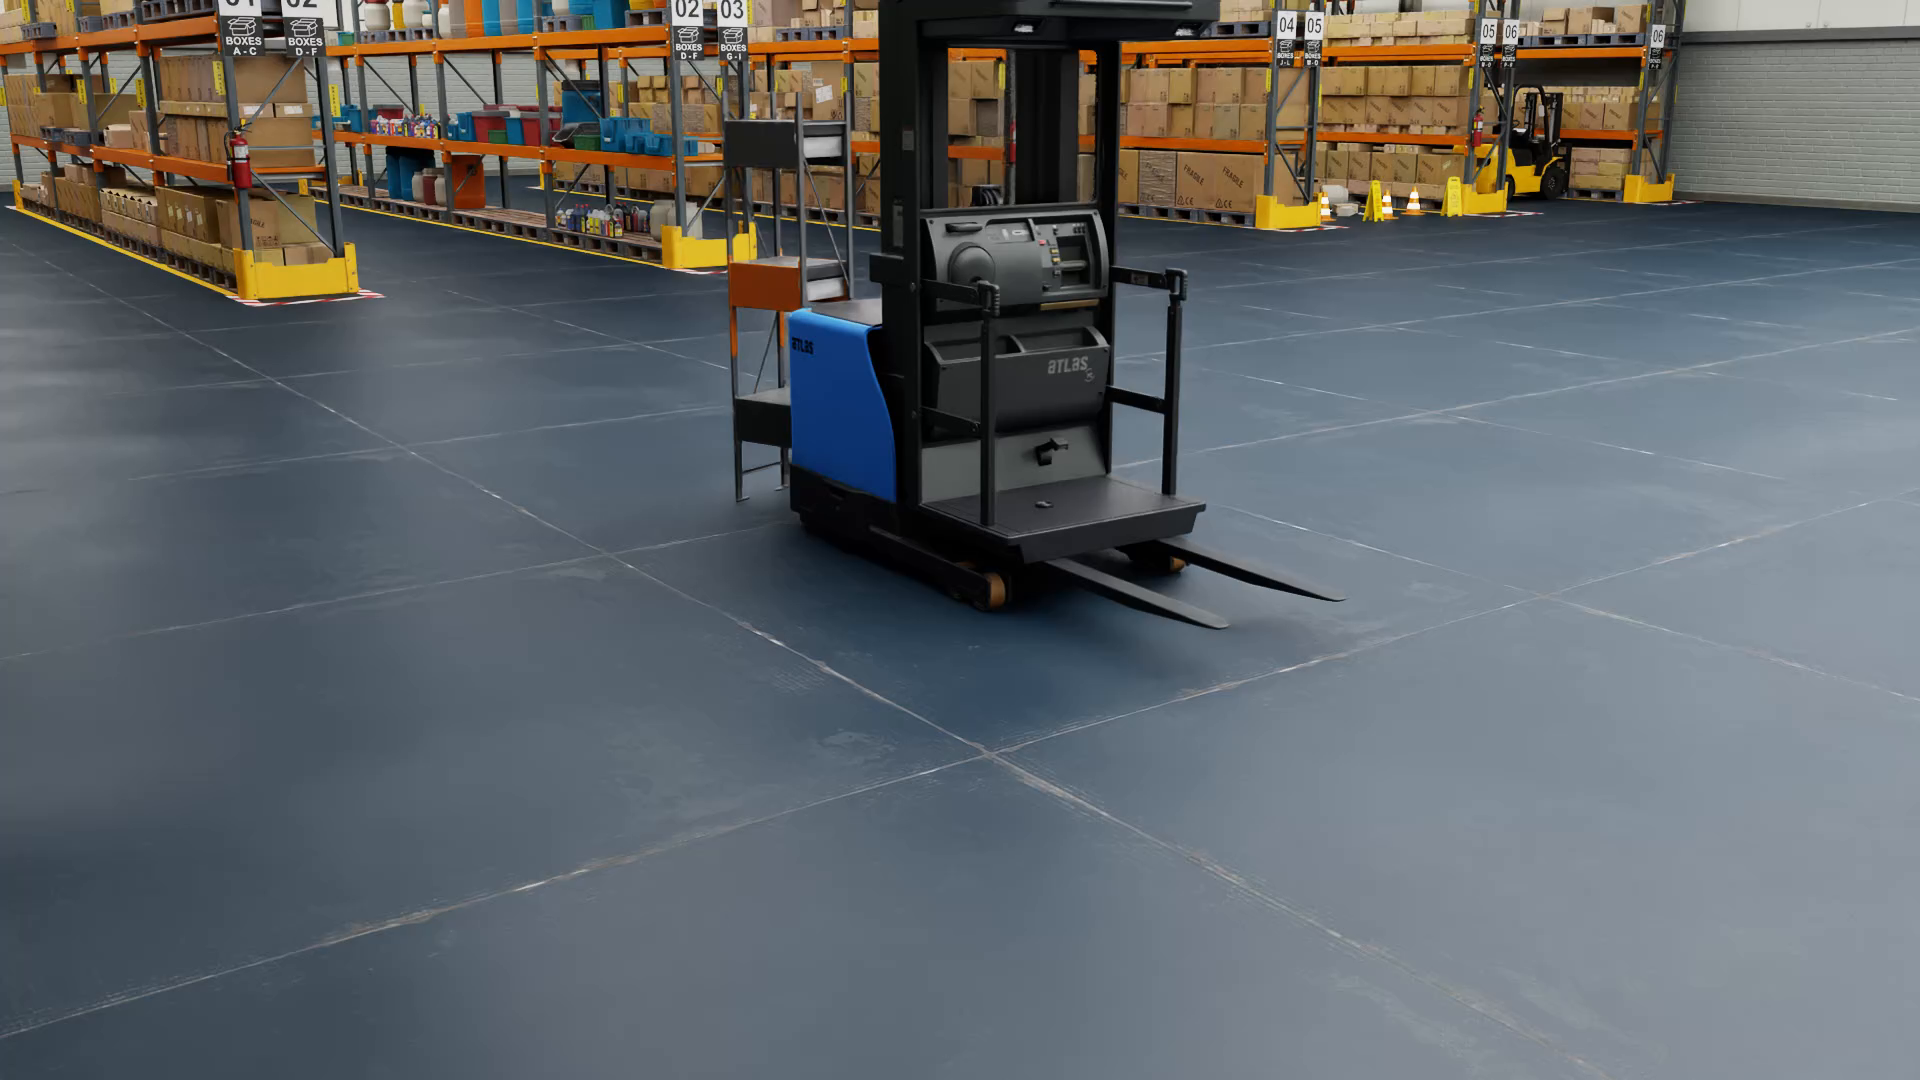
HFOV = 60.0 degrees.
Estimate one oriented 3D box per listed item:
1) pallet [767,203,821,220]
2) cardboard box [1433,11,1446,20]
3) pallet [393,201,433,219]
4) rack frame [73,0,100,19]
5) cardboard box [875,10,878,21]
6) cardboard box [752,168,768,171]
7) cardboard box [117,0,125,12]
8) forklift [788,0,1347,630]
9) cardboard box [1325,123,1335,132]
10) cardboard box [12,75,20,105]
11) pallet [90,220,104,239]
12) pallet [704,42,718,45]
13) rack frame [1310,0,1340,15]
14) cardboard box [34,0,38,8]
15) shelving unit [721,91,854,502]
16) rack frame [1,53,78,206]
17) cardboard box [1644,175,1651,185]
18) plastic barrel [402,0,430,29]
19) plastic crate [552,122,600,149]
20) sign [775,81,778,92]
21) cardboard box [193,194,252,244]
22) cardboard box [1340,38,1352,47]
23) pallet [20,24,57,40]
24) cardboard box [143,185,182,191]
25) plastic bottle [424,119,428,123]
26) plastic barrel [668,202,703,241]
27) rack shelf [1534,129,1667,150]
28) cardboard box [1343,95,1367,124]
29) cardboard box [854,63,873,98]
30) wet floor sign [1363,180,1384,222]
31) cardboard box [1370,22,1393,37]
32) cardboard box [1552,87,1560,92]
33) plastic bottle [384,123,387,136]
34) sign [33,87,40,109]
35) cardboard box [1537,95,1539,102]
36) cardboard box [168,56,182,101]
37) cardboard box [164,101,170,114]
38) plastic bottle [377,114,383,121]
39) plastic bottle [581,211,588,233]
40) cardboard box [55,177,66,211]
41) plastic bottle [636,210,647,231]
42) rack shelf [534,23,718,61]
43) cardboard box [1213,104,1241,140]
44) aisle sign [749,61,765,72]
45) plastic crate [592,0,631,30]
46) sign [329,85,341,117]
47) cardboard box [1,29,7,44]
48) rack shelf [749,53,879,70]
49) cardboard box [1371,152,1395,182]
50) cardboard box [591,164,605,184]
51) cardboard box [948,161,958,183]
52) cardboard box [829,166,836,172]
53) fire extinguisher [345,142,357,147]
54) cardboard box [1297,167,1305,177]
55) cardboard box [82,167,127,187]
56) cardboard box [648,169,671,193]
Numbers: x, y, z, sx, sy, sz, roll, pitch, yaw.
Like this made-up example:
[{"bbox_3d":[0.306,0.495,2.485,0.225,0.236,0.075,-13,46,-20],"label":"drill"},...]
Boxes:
[{"bbox_3d":[-2.506,-5.521,27.846,1.003,0.211,1.213,-11,19,-35],"label":"pallet"},{"bbox_3d":[8.319,-8.972,28.459,0.380,0.149,0.250,-11,19,-35],"label":"cardboard box"},{"bbox_3d":[-8.894,-5.601,28.142,1.003,0.211,1.213,-11,19,-35],"label":"pallet"},{"bbox_3d":[-11.693,-8.650,22.633,1.000,3.000,0.127,-11,19,-35],"label":"rack frame"},{"bbox_3d":[-1.029,-7.781,24.668,0.380,0.149,0.250,-11,19,-34],"label":"cardboard box"},{"bbox_3d":[-3.259,-6.523,28.707,0.500,0.250,0.500,-10,18,-32],"label":"cardboard box"},{"bbox_3d":[-10.730,-7.012,21.820,0.500,0.250,0.500,-11,19,-36],"label":"cardboard box"},{"bbox_3d":[0.378,-1.258,7.122,1.130,2.935,3.031,-10,18,-32],"label":"forklift"},{"bbox_3d":[6.988,-7.641,30.787,0.380,0.149,0.250,-11,19,-35],"label":"cardboard box"},{"bbox_3d":[-15.745,-7.641,28.229,0.500,0.500,0.500,-11,19,-34],"label":"cardboard box"},{"bbox_3d":[-12.101,-4.576,24.397,1.003,0.211,1.213,-11,19,-35],"label":"pallet"},{"bbox_3d":[-4.099,-8.778,29.141,1.213,0.211,1.003,-10,18,-32],"label":"pallet"},{"bbox_3d":[6.691,-10.871,30.747,1.000,3.000,0.127,-11,19,-35],"label":"rack frame"},{"bbox_3d":[-14.361,-8.685,26.362,0.700,0.500,0.500,-11,19,-35],"label":"cardboard box"},{"bbox_3d":[-0.869,-1.221,8.559,0.503,2.100,0.431,11,19,34],"label":"shelving unit"},{"bbox_3d":[-16.396,-7.464,29.666,1.000,3.000,0.127,-11,19,-35],"label":"rack frame"},{"bbox_3d":[12.925,-6.906,32.038,0.500,0.250,0.500,-11,19,-34],"label":"cardboard box"},{"bbox_3d":[-8.848,-8.594,27.059,0.433,0.535,0.433,0,15,0],"label":"plastic barrel"},{"bbox_3d":[-5.127,-5.509,22.638,0.767,0.338,0.504,-11,19,-35],"label":"plastic crate"},{"bbox_3d":[-3.244,-7.899,29.213,0.100,0.325,0.005,-11,19,-35],"label":"sign"},{"bbox_3d":[-8.145,-3.565,18.413,0.500,0.500,0.500,-11,19,-35],"label":"cardboard box"},{"bbox_3d":[7.134,-9.038,30.210,0.380,0.149,0.250,-10,18,-33],"label":"cardboard box"},{"bbox_3d":[-13.718,-7.816,25.626,1.213,0.211,1.003,-11,19,-35],"label":"pallet"},{"bbox_3d":[-11.185,-4.829,23.389,0.500,0.311,0.500,-10,18,-33],"label":"cardboard box"},{"bbox_3d":[-9.121,-7.073,28.481,0.097,0.271,0.097,0,15,0],"label":"plastic bottle"},{"bbox_3d":[-3.429,-3.947,20.733,0.421,0.512,0.421,0,15,0],"label":"plastic barrel"},{"bbox_3d":[11.879,-7.974,32.892,1.077,0.370,4.000,-11,19,-35],"label":"rack shelf"},{"bbox_3d":[7.323,-7.819,30.208,0.500,0.500,0.500,-11,19,-35],"label":"cardboard box"},{"bbox_3d":[-1.266,-6.977,25.239,0.500,0.500,0.500,-11,19,-35],"label":"cardboard box"},{"bbox_3d":[6.717,-5.499,26.944,0.232,0.644,0.267,14,21,42],"label":"wet floor sign"},{"bbox_3d":[7.621,-9.033,29.437,0.500,0.250,0.500,-11,19,-34],"label":"cardboard box"},{"bbox_3d":[11.768,-8.769,32.452,0.380,0.149,0.250,-11,19,-34],"label":"cardboard box"},{"bbox_3d":[-9.753,-6.997,28.333,0.097,0.201,0.097,0,15,0],"label":"plastic bottle"},{"bbox_3d":[-14.479,-6.942,26.118,0.100,0.325,0.005,-11,19,-35],"label":"sign"},{"bbox_3d":[11.407,-8.723,32.845,0.380,0.149,0.250,-12,19,-36],"label":"cardboard box"},{"bbox_3d":[-8.777,-5.374,19.383,0.700,0.500,0.500,-11,19,-35],"label":"cardboard box"},{"bbox_3d":[-9.192,-5.122,19.690,0.380,0.149,0.250,-11,19,-34],"label":"cardboard box"},{"bbox_3d":[-10.067,-7.220,28.868,0.144,0.351,0.185,-11,19,-35],"label":"plastic bottle"},{"bbox_3d":[-5.018,-4.253,22.246,0.061,0.283,0.133,-10,18,-32],"label":"plastic bottle"},{"bbox_3d":[-13.957,-5.476,26.302,0.500,0.500,0.500,-12,19,-37],"label":"cardboard box"},{"bbox_3d":[-4.325,-4.330,22.542,0.152,0.276,0.135,-10,18,-34],"label":"plastic bottle"},{"bbox_3d":[-4.156,-6.343,21.249,1.077,0.370,4.000,-11,19,-35],"label":"rack shelf"},{"bbox_3d":[4.502,-6.592,26.193,0.875,0.550,0.550,-11,19,-35],"label":"cardboard box"},{"bbox_3d":[-4.595,-10.972,37.559,0.394,0.787,0.004,-11,19,-35],"label":"aisle sign"},{"bbox_3d":[-4.345,-6.615,20.913,0.392,0.384,0.575,-11,19,-35],"label":"plastic crate"},{"bbox_3d":[-6.536,-4.588,17.369,0.100,0.325,0.005,-11,19,-35],"label":"sign"},{"bbox_3d":[-16.016,-8.581,28.348,0.500,0.250,0.500,-11,19,-35],"label":"cardboard box"},{"bbox_3d":[-3.134,-10.422,36.154,1.077,0.370,4.000,-11,19,-35],"label":"rack shelf"},{"bbox_3d":[7.760,-6.711,29.907,0.500,0.500,0.500,-11,19,-36],"label":"cardboard box"},{"bbox_3d":[-6.882,-7.670,33.648,0.875,0.875,0.875,-11,19,-35],"label":"cardboard box"},{"bbox_3d":[-0.204,-7.138,32.414,0.500,0.500,0.500,-11,19,-35],"label":"cardboard box"},{"bbox_3d":[-2.569,-7.940,35.446,0.380,0.149,0.250,-12,19,-37],"label":"cardboard box"},{"bbox_3d":[-12.109,-8.118,32.907,0.296,0.674,0.183,-11,19,-35],"label":"fire extinguisher"},{"bbox_3d":[6.380,-7.024,32.239,0.950,0.372,0.625,-11,19,-34],"label":"cardboard box"},{"bbox_3d":[-12.469,-5.299,24.236,0.500,0.250,0.500,-10,18,-32],"label":"cardboard box"},{"bbox_3d":[-5.111,-7.001,31.201,1.225,0.875,0.875,-12,19,-36],"label":"cardboard box"}]
